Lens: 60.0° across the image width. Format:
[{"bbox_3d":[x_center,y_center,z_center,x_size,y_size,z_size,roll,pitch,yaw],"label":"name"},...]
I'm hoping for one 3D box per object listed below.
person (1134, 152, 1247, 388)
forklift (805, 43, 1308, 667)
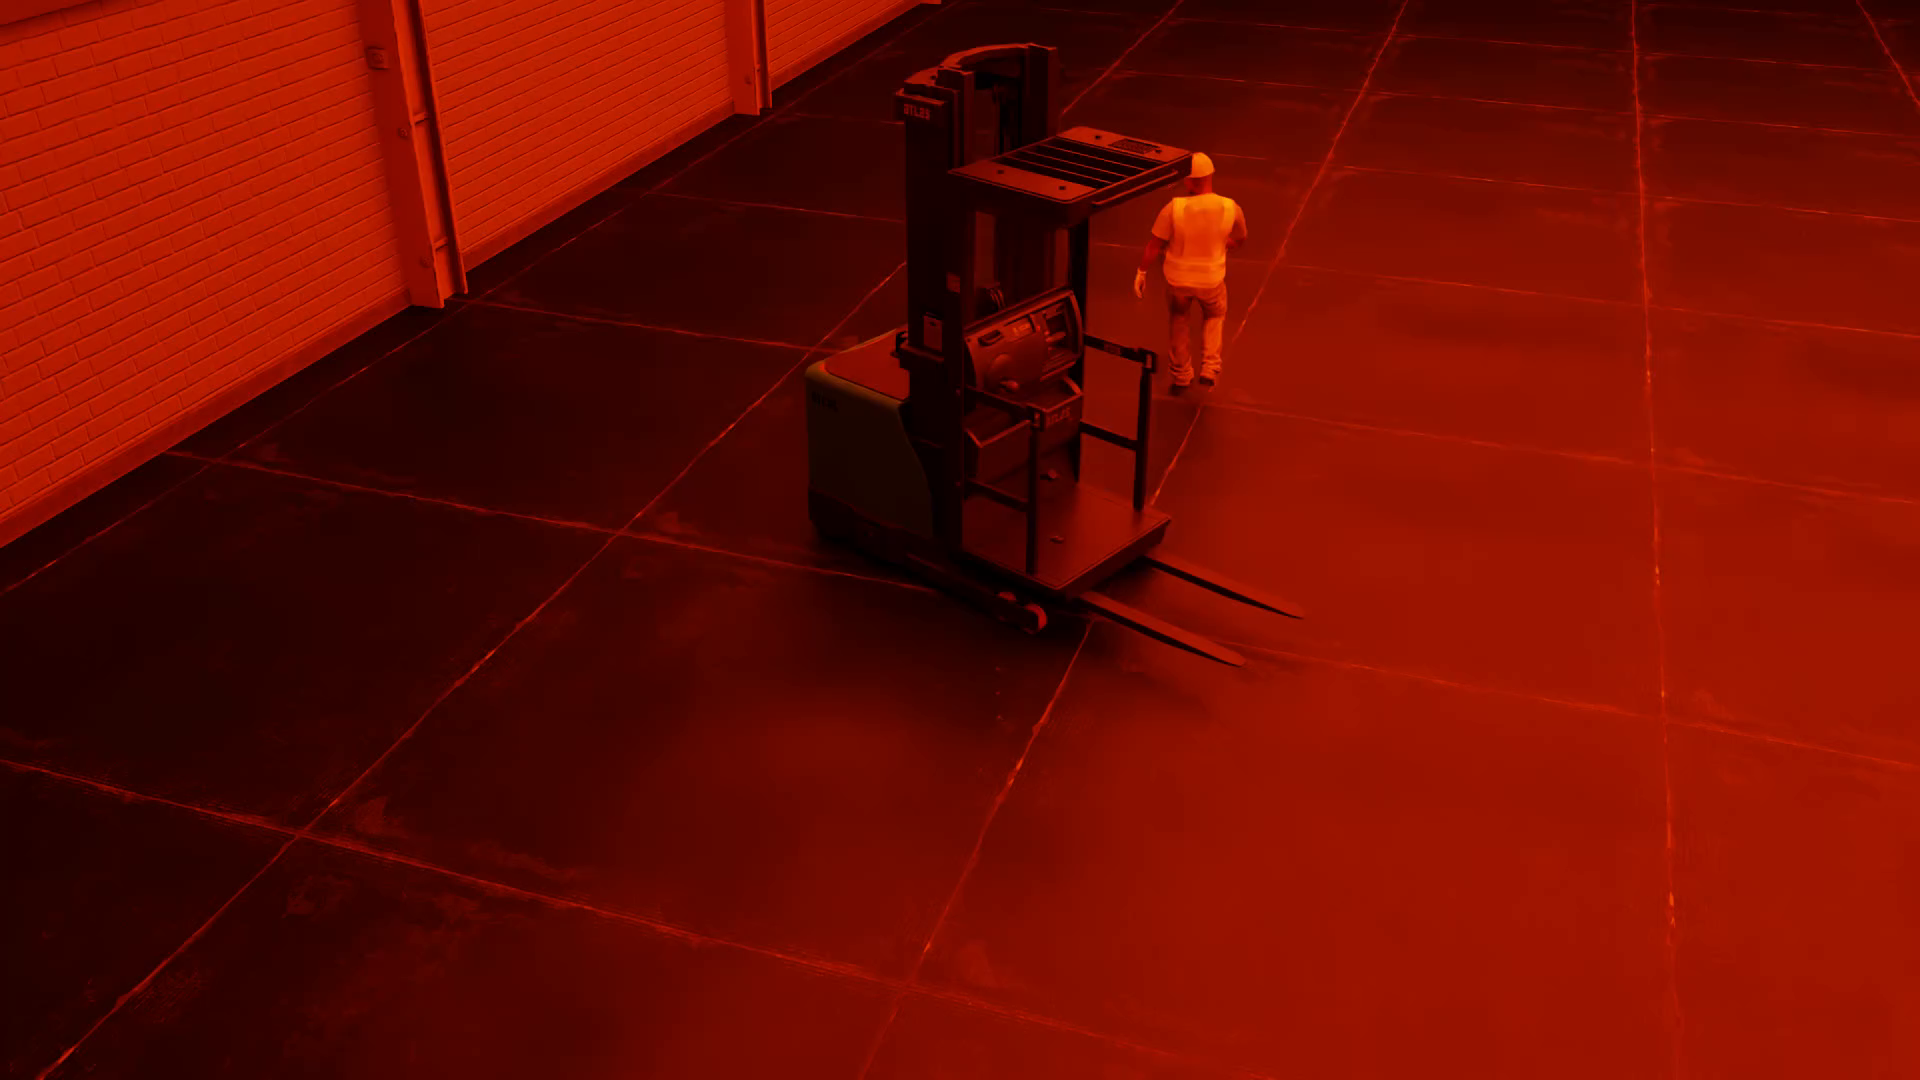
[{"bbox_3d":[1.608,-1.872,11.635,0.747,1.731,0.582,5,30,9],"label":"person"},{"bbox_3d":[0.516,-1.050,8.978,3.031,2.935,1.130,23,37,35],"label":"forklift"}]
